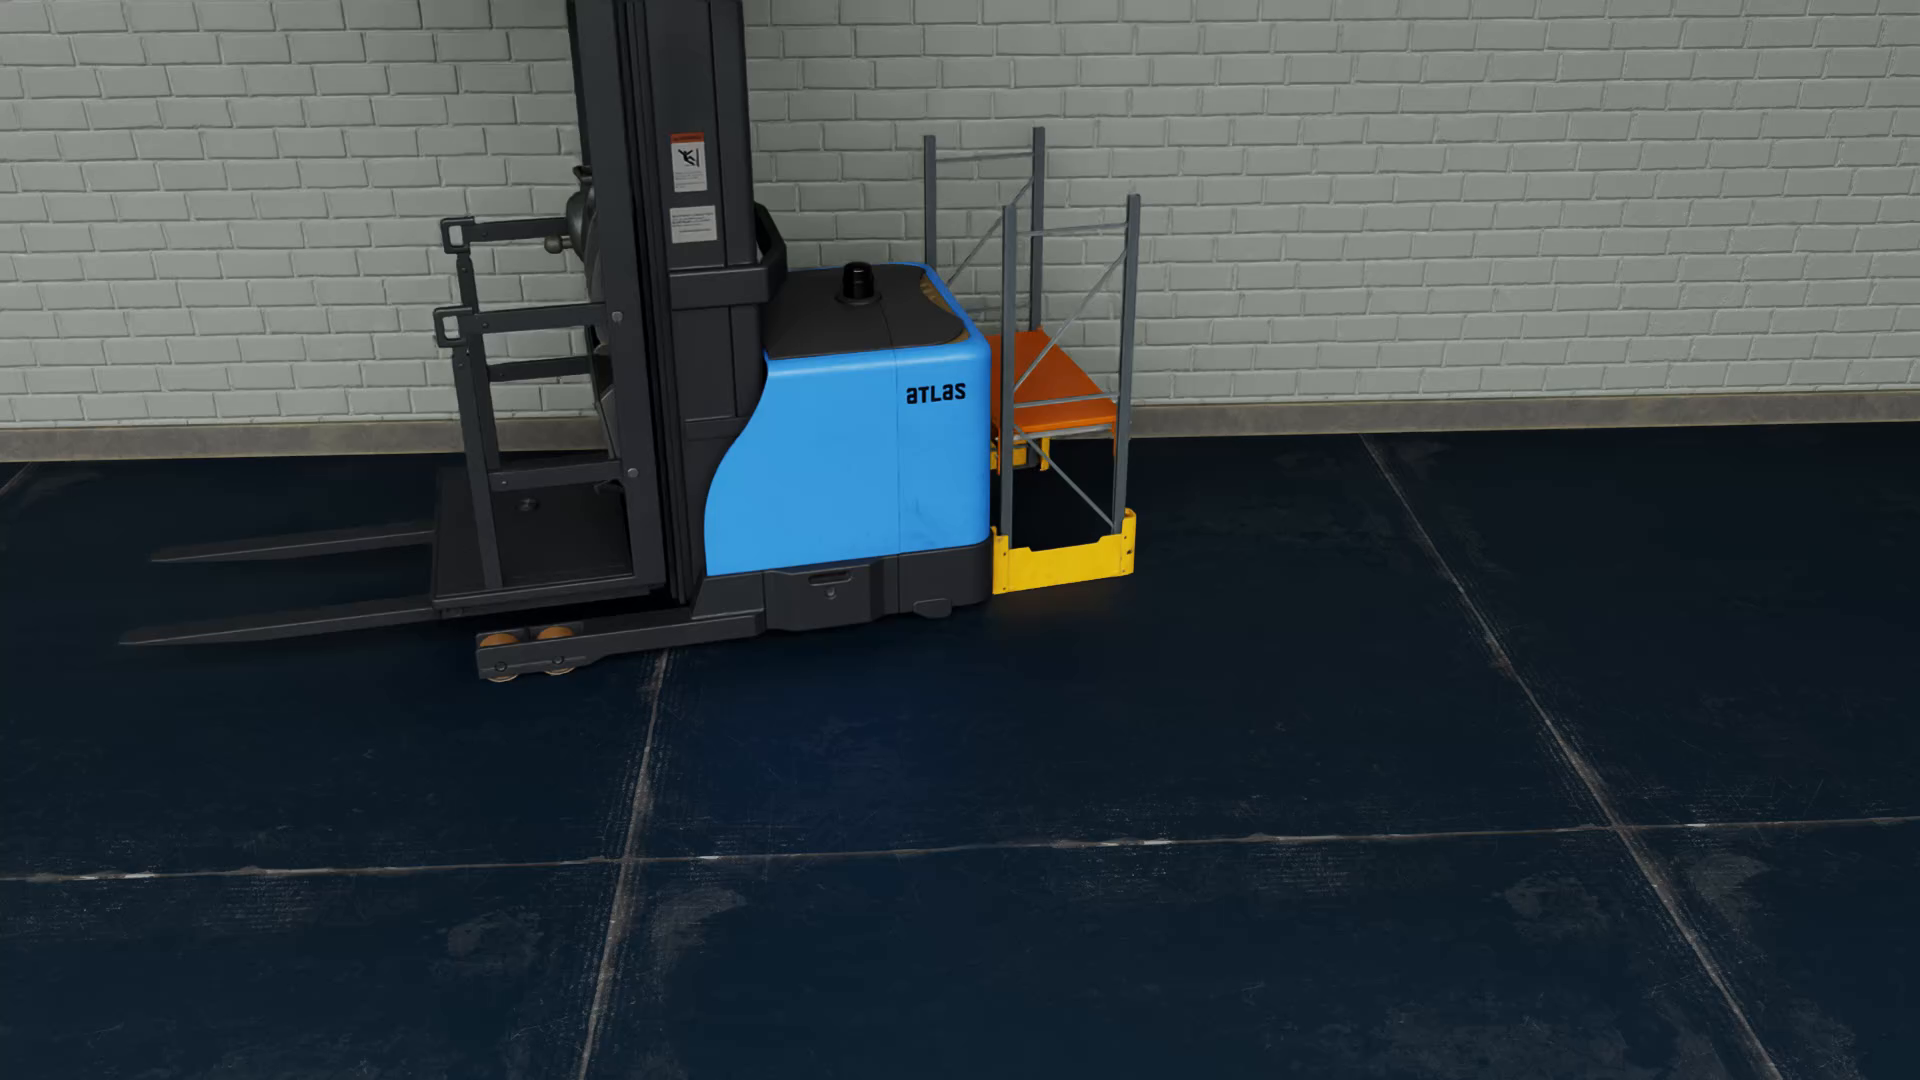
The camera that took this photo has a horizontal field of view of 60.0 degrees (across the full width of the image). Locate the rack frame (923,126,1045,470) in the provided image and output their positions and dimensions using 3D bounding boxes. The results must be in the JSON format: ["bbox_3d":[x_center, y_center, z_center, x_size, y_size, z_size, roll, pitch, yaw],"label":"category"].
[{"bbox_3d":[0.099,-0.962,6.973,0.500,1.500,0.032,-8,29,-15],"label":"rack frame"}]

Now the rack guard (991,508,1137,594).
[{"bbox_3d":[0.390,0.042,6.400,0.587,0.250,0.087,-8,29,-15],"label":"rack guard"}]

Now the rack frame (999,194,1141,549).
[{"bbox_3d":[0.391,-0.512,6.110,0.500,1.500,0.032,-8,29,-15],"label":"rack frame"}]

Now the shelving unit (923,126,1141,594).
[{"bbox_3d":[0.248,-0.733,6.534,0.587,1.500,1.083,-8,29,-15],"label":"shelving unit"}]

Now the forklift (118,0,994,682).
[{"bbox_3d":[-1.451,-1.074,5.640,3.031,2.935,1.130,-7,28,-13],"label":"forklift"}]

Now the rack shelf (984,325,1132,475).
[{"bbox_3d":[0.245,-0.578,6.625,0.538,0.185,1.000,-8,29,-15],"label":"rack shelf"}]

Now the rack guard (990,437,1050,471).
[{"bbox_3d":[0.105,-0.400,7.246,0.587,0.250,0.087,-8,29,-15],"label":"rack guard"}]
